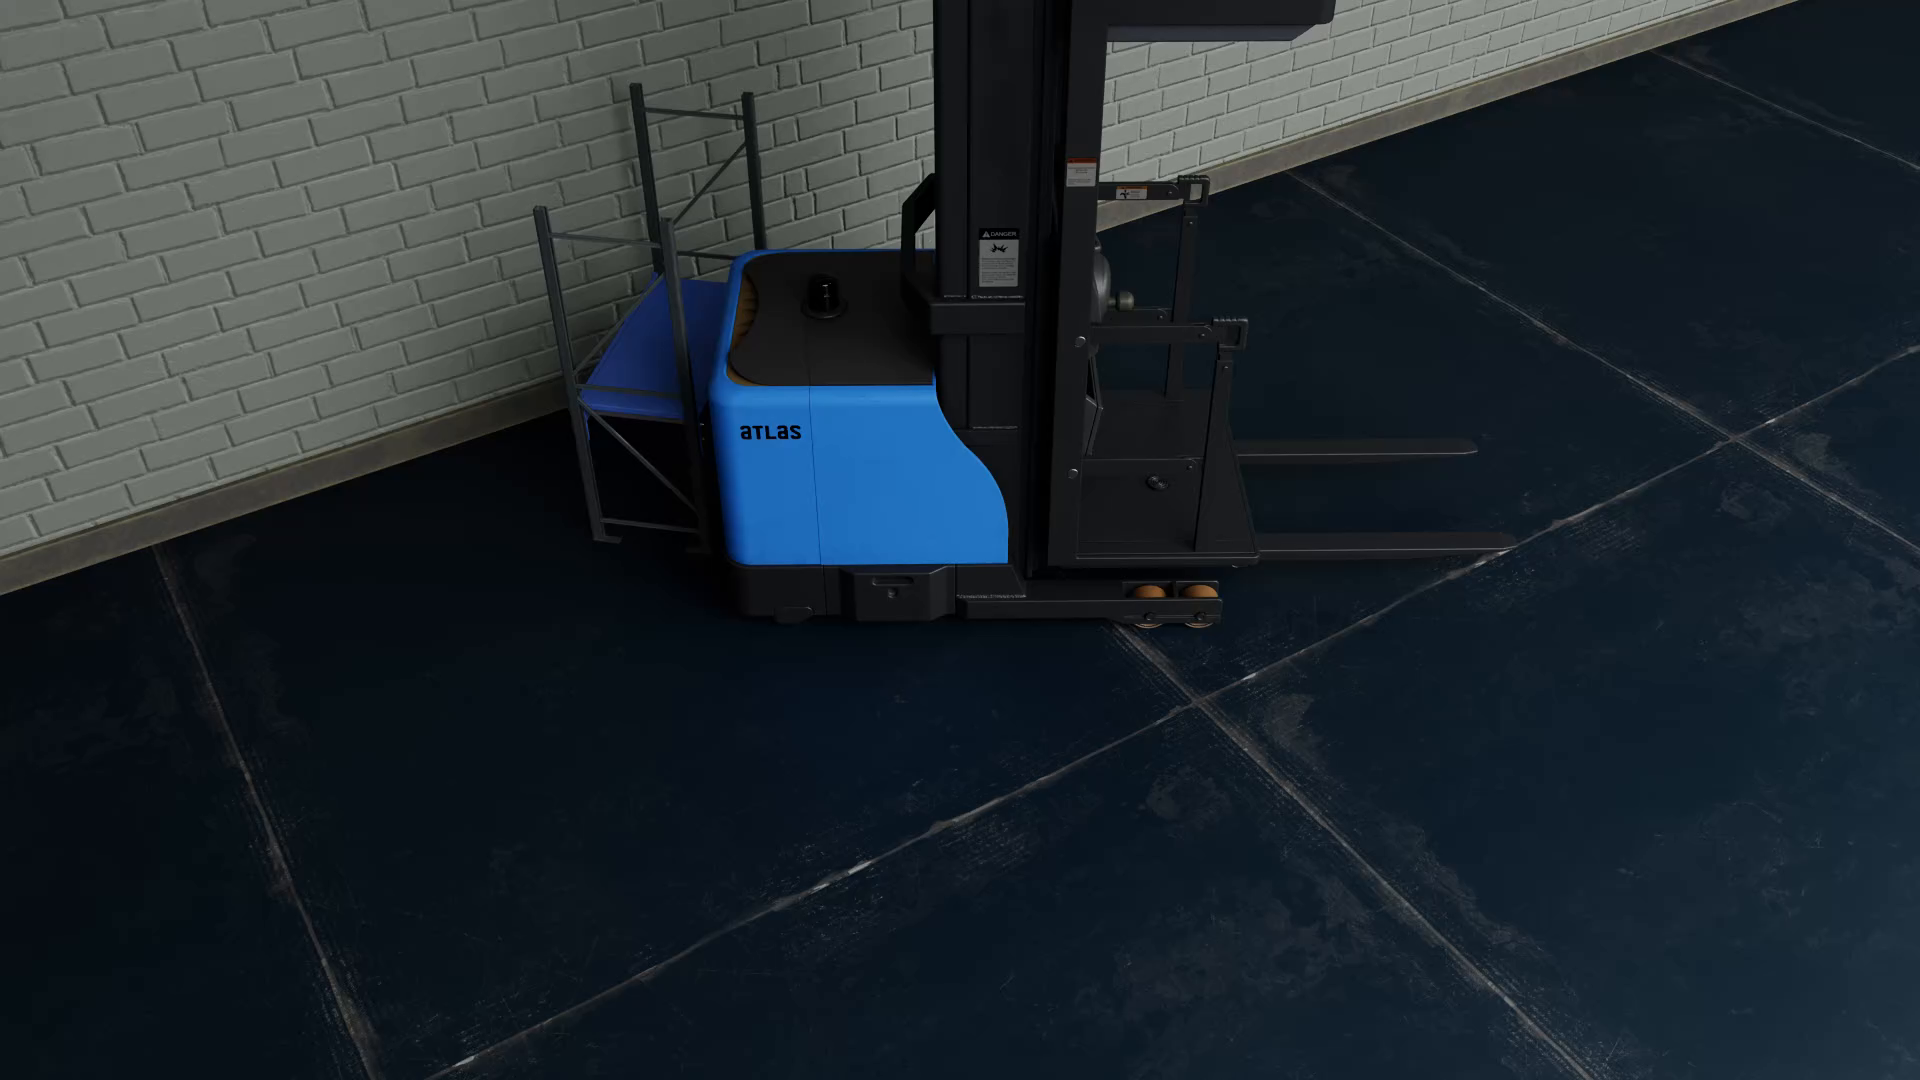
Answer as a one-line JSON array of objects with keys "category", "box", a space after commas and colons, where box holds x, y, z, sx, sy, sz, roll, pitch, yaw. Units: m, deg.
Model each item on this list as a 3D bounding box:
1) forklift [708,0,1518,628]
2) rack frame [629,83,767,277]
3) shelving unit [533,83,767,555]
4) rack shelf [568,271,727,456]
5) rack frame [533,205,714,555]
[{"category": "forklift", "box": [0.622, -1.131, 5.818, 3.031, 2.935, 1.130, 0, 40, -1]}, {"category": "rack frame", "box": [-1.056, -1.195, 7.012, 0.500, 1.500, 0.032, 7, 40, 8]}, {"category": "shelving unit", "box": [-1.148, -0.875, 6.628, 0.538, 1.500, 1.048, 7, 40, 8]}, {"category": "rack shelf", "box": [-1.148, -0.737, 6.743, 0.538, 0.185, 1.000, 7, 40, 8]}, {"category": "rack frame", "box": [-1.239, -0.555, 6.244, 0.500, 1.500, 0.032, 7, 40, 8]}]
